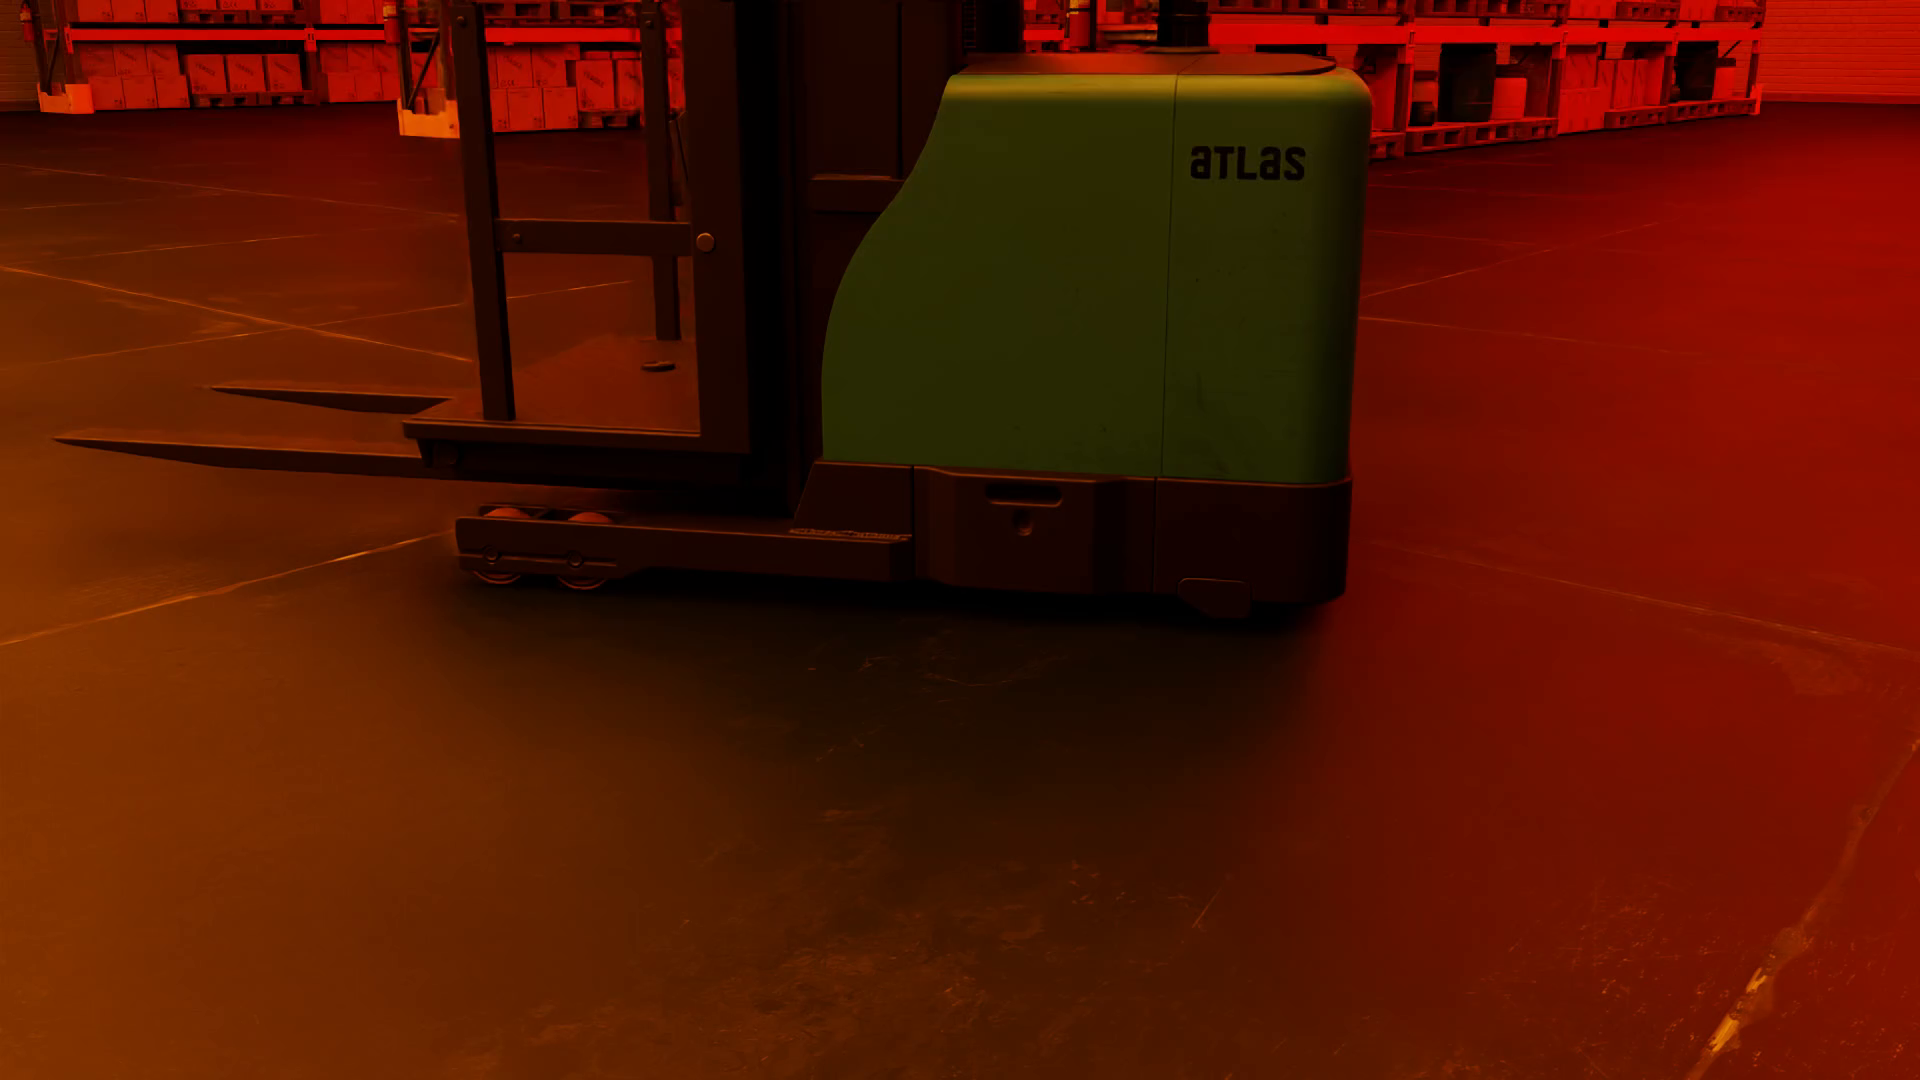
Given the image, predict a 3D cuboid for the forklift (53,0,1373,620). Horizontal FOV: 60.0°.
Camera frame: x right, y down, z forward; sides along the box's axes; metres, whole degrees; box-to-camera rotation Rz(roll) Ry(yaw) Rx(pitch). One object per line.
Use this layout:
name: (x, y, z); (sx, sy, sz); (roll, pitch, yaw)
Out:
forklift: (-0.623, -1.440, 3.638); (3.031, 2.935, 1.130); (3, 17, 11)
